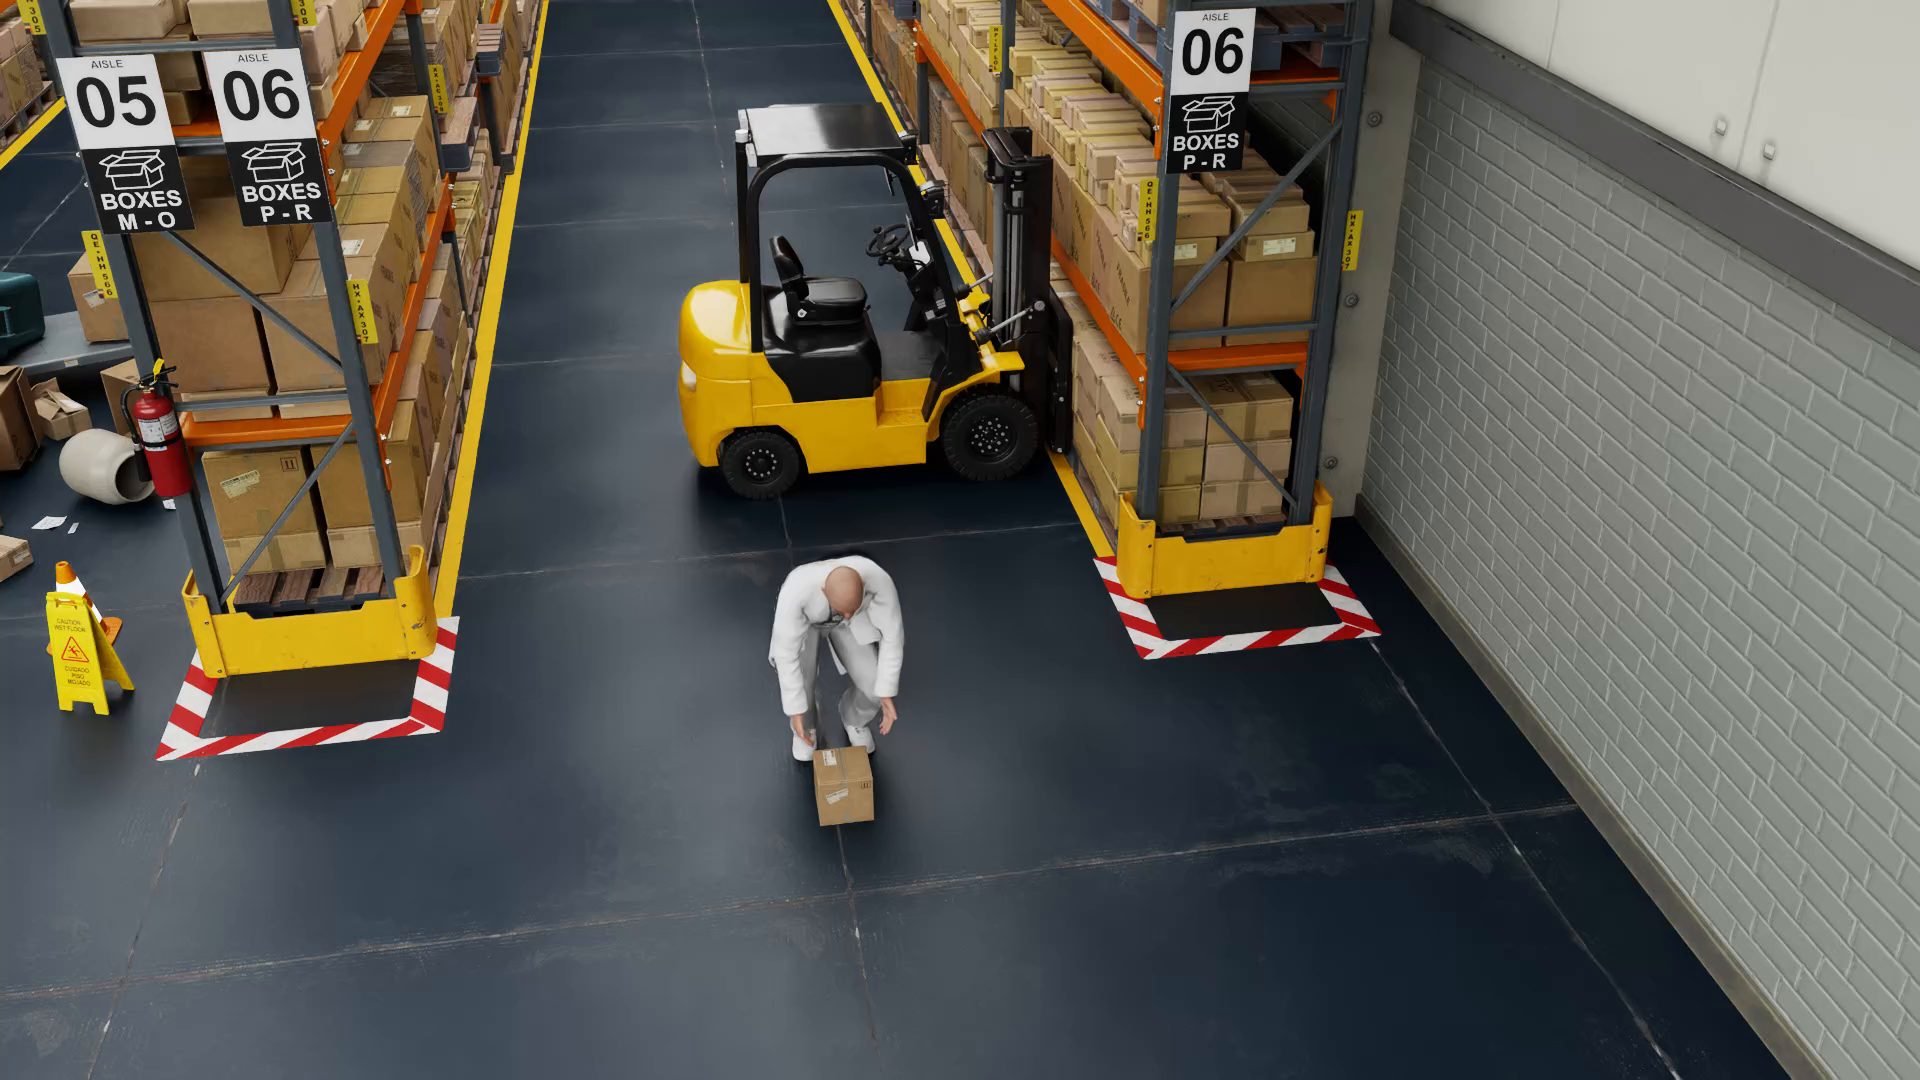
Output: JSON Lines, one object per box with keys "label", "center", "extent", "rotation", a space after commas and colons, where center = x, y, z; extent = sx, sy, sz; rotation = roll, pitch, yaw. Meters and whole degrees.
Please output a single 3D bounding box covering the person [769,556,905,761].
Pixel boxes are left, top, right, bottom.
{"label": "person", "center": [-0.592, 0.545, 7.888], "extent": [0.628, 1.109, 0.817], "rotation": [-5, 31, -9]}
